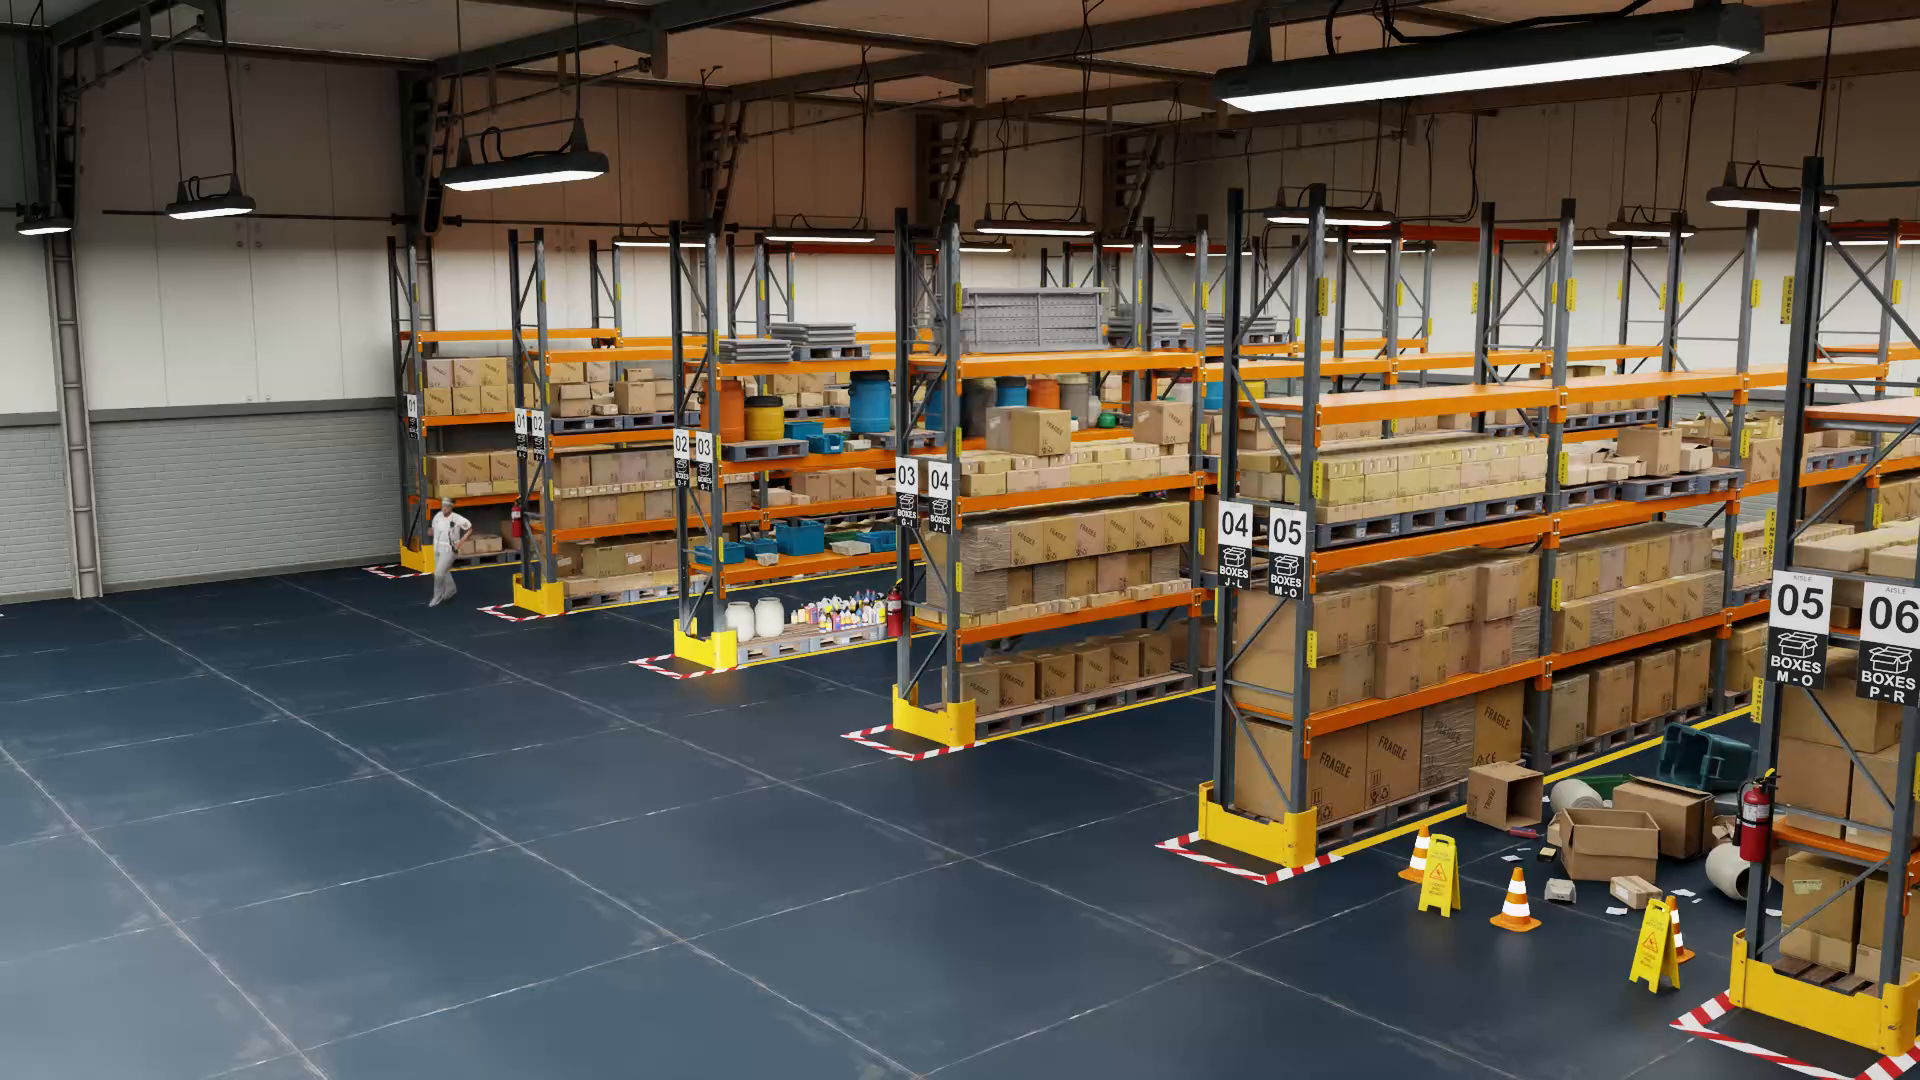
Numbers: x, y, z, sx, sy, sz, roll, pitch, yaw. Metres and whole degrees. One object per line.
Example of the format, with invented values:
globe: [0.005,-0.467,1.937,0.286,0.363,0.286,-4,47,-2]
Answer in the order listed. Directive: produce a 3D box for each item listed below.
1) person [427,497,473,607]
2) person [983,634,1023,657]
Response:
person: [-8.291,0.187,26.943,0.677,1.814,0.749,5,10,28]
person: [0.527,0.639,21.930,0.850,1.853,0.688,-7,11,-39]
